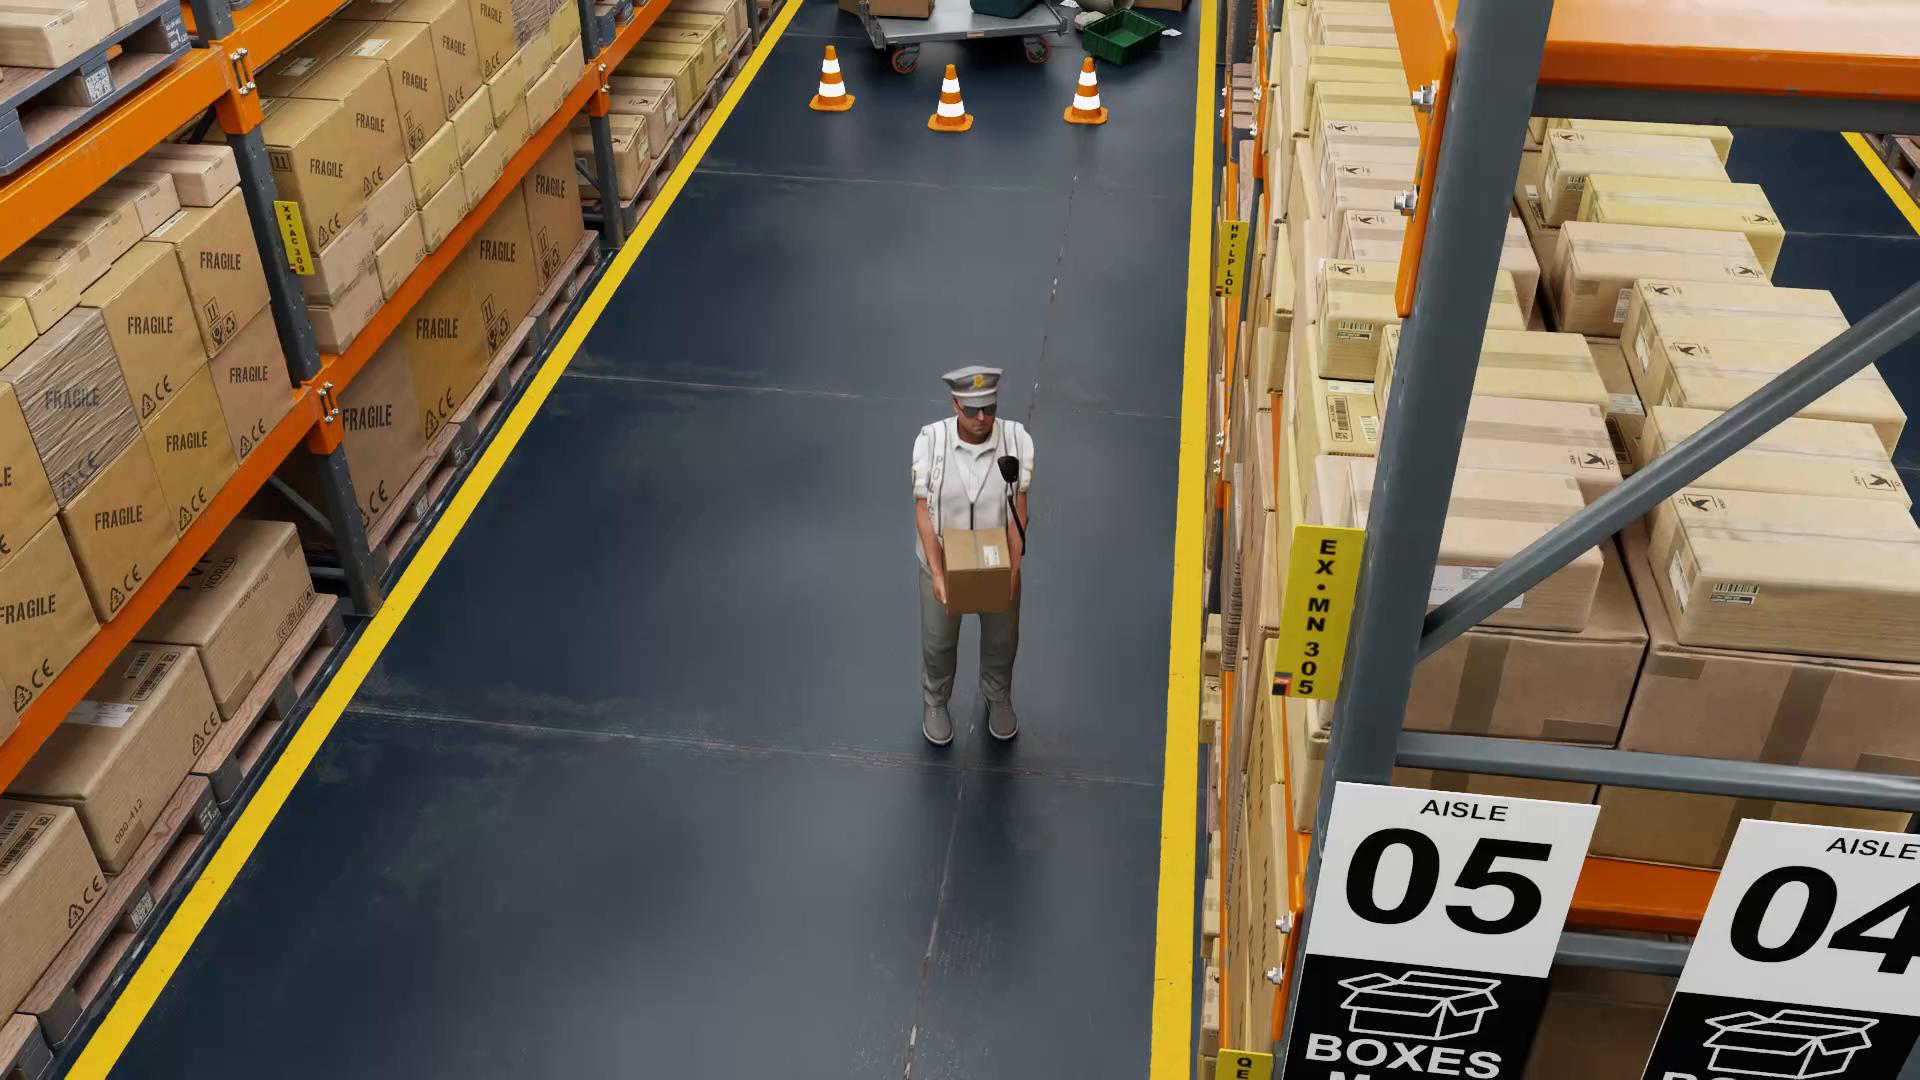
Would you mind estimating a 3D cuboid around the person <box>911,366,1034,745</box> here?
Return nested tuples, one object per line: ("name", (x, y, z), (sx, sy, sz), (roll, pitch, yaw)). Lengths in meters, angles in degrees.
("person", (0.061, 0.115, 6.863), (0.494, 1.767, 0.564), (-3, 36, -4))
